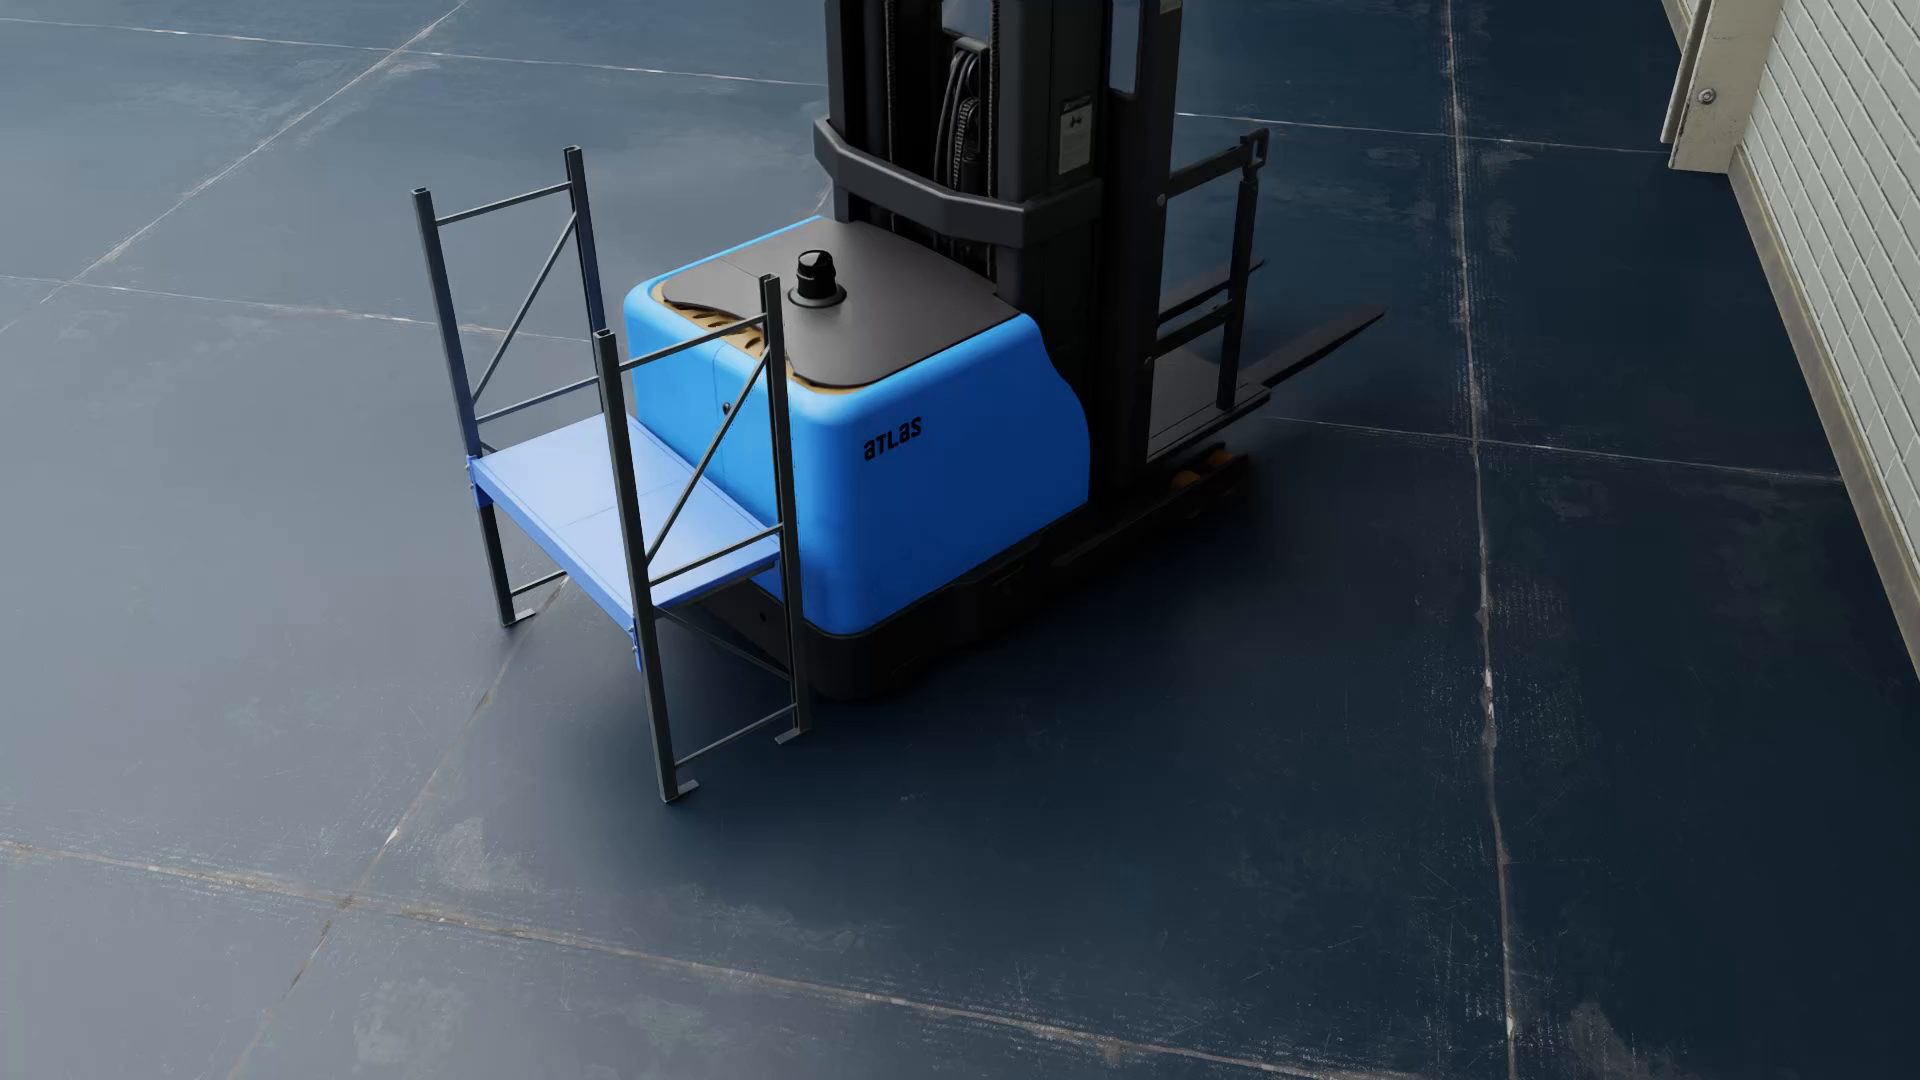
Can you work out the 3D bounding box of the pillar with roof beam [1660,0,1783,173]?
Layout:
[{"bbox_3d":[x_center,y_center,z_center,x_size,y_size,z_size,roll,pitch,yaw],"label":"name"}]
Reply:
[{"bbox_3d":[-0.466,-6.134,6.545,9.100,9.000,0.400,7,37,10],"label":"pillar with roof beam"}]

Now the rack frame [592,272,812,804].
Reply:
[{"bbox_3d":[-0.648,0.043,4.412,0.500,1.500,0.032,-25,43,-30],"label":"rack frame"}]

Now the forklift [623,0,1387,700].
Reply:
[{"bbox_3d":[0.387,-1.461,5.268,3.031,2.935,1.130,-29,45,-34],"label":"forklift"}]

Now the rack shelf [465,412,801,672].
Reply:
[{"bbox_3d":[-0.965,-0.044,4.839,0.538,0.185,1.000,-25,43,-30],"label":"rack shelf"}]

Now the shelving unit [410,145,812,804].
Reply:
[{"bbox_3d":[-0.965,-0.190,4.734,0.538,1.500,1.048,-25,43,-30],"label":"shelving unit"}]

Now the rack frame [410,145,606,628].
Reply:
[{"bbox_3d":[-1.283,-0.423,5.055,0.500,1.500,0.032,-25,43,-30],"label":"rack frame"}]
